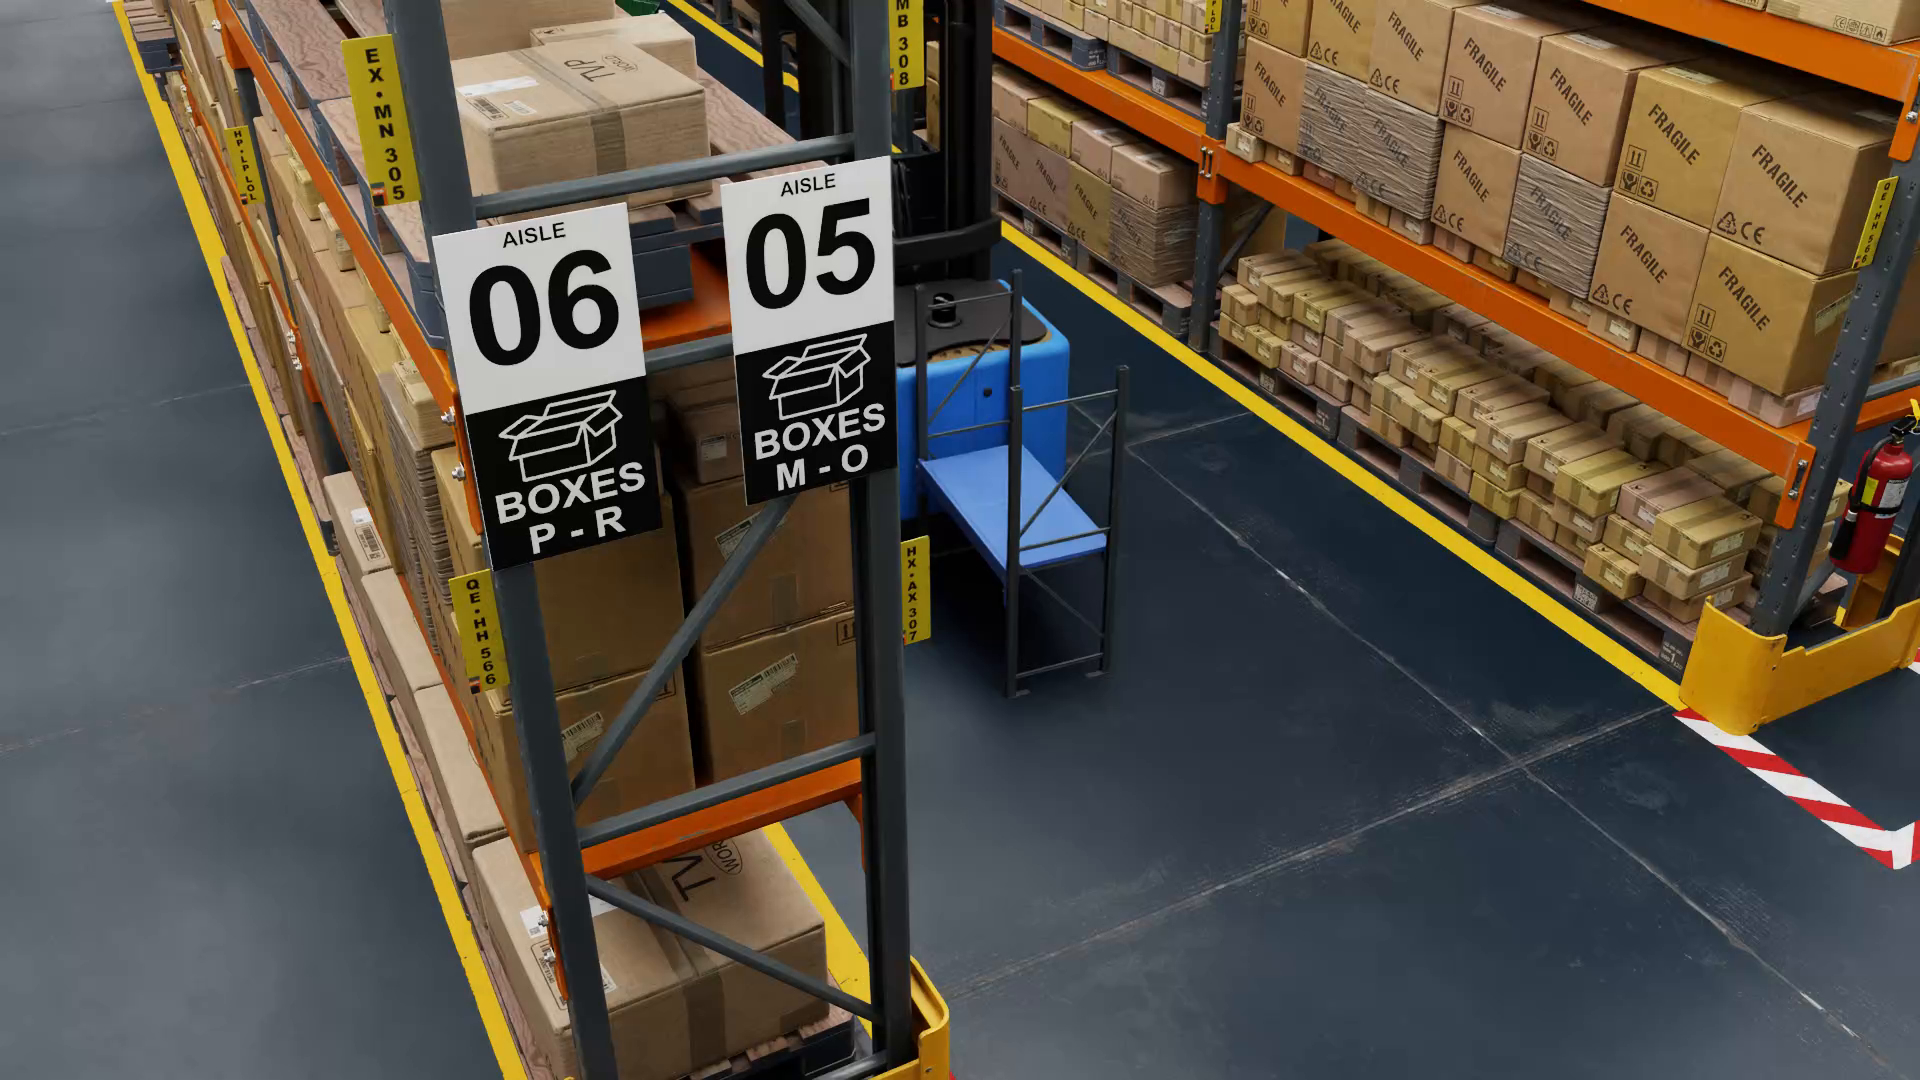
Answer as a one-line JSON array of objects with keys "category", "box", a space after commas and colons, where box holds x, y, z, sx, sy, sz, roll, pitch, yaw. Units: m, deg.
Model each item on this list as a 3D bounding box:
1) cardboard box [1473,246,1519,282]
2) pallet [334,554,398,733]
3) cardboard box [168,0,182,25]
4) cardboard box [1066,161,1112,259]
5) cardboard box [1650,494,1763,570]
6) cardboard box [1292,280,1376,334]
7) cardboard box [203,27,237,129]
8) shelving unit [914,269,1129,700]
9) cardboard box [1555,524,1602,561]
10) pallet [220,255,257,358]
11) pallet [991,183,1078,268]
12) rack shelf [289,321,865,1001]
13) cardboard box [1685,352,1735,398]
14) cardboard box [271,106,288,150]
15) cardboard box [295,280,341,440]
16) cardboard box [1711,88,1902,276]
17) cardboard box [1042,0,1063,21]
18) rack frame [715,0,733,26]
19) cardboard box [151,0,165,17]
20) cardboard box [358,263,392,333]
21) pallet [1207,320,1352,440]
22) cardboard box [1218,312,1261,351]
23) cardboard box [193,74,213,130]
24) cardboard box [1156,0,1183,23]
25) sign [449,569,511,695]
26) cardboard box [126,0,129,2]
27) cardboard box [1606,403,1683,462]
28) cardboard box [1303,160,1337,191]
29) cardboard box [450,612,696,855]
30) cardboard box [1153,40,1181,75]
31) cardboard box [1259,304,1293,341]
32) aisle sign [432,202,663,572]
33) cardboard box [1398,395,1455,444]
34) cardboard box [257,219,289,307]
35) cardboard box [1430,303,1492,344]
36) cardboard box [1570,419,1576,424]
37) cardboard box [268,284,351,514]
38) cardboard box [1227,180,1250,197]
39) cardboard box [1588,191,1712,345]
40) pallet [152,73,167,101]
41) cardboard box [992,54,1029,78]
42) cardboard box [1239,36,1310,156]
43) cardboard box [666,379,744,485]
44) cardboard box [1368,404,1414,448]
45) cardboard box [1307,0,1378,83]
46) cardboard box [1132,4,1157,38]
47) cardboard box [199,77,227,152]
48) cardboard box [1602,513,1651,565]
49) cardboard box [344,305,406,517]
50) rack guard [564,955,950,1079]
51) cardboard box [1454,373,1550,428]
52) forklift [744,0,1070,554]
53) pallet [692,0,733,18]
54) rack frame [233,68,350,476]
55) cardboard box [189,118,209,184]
[{"category": "cardboard box", "box": [2.651, -1.360, 7.825, 0.380, 0.149, 0.250, -15, 36, -22]}, {"category": "pallet", "box": [-2.198, 0.319, 7.556, 1.003, 0.211, 1.213, -16, 36, -23]}, {"category": "cardboard box", "box": [-4.335, -3.312, 9.620, 0.500, 0.500, 0.500, -17, 36, -25]}, {"category": "cardboard box", "box": [1.042, -2.190, 10.815, 0.500, 0.500, 0.500, -17, 36, -24]}, {"category": "cardboard box", "box": [3.243, -0.037, 7.230, 0.380, 0.149, 0.250, -15, 36, -23]}, {"category": "cardboard box", "box": [2.063, -1.286, 9.179, 0.380, 0.149, 0.250, -16, 36, -24]}, {"category": "cardboard box", "box": [-3.162, -2.096, 7.721, 0.500, 0.500, 0.500, -15, 36, -22]}, {"category": "shelving unit", "box": [0.233, -0.252, 7.253, 0.538, 1.500, 1.048, -13, 35, -19]}, {"category": "cardboard box", "box": [3.027, -0.042, 7.788, 0.380, 0.149, 0.250, -16, 36, -23]}, {"category": "pallet", "box": [-4.047, -1.577, 10.516, 1.003, 0.211, 1.213, -16, 36, -23]}, {"category": "pallet", "box": [0.911, -2.311, 11.661, 1.003, 0.211, 1.213, -16, 36, -23]}, {"category": "rack shelf", "box": [-1.551, 0.020, 6.105, 1.077, 0.370, 4.000, -16, 36, -23]}, {"category": "cardboard box", "box": [3.229, -0.729, 6.839, 0.380, 0.149, 0.250, -16, 36, -23]}, {"category": "cardboard box", "box": [-2.432, -1.639, 6.407, 0.380, 0.149, 0.250, -15, 36, -22]}, {"category": "cardboard box", "box": [-2.265, -0.748, 6.545, 0.500, 0.500, 0.500, -16, 36, -23]}, {"category": "cardboard box", "box": [3.280, -1.366, 6.306, 0.500, 0.500, 0.500, -17, 36, -24]}, {"category": "cardboard box", "box": [0.754, -3.489, 10.760, 0.380, 0.149, 0.250, -17, 36, -25]}, {"category": "rack frame", "box": [-1.881, -6.348, 15.378, 1.000, 3.000, 0.127, -16, 36, -23]}, {"category": "cardboard box", "box": [-5.055, -3.533, 10.828, 0.380, 0.149, 0.250, -16, 36, -23]}, {"category": "cardboard box", "box": [-1.606, -0.781, 5.067, 0.380, 0.149, 0.250, -15, 36, -22]}, {"category": "pallet", "box": [2.193, -1.045, 9.685, 1.003, 0.211, 1.213, -16, 36, -23]}, {"category": "cardboard box", "box": [1.734, -1.252, 9.678, 0.380, 0.149, 0.250, -18, 37, -25]}, {"category": "cardboard box", "box": [-4.088, -2.546, 9.582, 0.500, 0.250, 0.500, -17, 36, -24]}, {"category": "cardboard box", "box": [1.363, -3.123, 9.636, 0.380, 0.149, 0.250, -17, 36, -25]}, {"category": "sign", "box": [-1.105, 0.214, 3.842, 0.100, 0.325, 0.005, -16, 36, -23]}, {"category": "cardboard box", "box": [-7.716, -5.283, 15.875, 0.500, 0.250, 0.500, -15, 35, -21]}, {"category": "cardboard box", "box": [3.342, -0.535, 8.007, 0.380, 0.149, 0.250, -18, 37, -25]}, {"category": "cardboard box", "box": [2.048, -1.989, 8.806, 0.380, 0.149, 0.250, -18, 37, -25]}, {"category": "cardboard box", "box": [-1.077, 0.466, 4.650, 0.500, 0.500, 0.500, -16, 36, -23]}, {"category": "cardboard box", "box": [1.366, -2.865, 9.785, 0.380, 0.149, 0.250, -16, 36, -23]}, {"category": "cardboard box", "box": [1.932, -1.281, 9.446, 0.380, 0.149, 0.250, -16, 36, -23]}, {"category": "aisle sign", "box": [-0.859, -0.311, 3.545, 0.394, 0.787, 0.004, -16, 36, -23]}, {"category": "cardboard box", "box": [2.462, -0.646, 8.456, 0.380, 0.149, 0.250, -15, 36, -23]}, {"category": "cardboard box", "box": [-2.916, -1.325, 7.676, 0.500, 0.250, 0.500, -17, 36, -24]}, {"category": "cardboard box", "box": [2.781, -1.175, 9.005, 0.380, 0.149, 0.250, -18, 37, -25]}, {"category": "cardboard box", "box": [3.195, -0.530, 8.274, 0.380, 0.149, 0.250, -18, 37, -25]}, {"category": "cardboard box", "box": [-2.843, -0.795, 8.291, 0.875, 0.875, 0.875, -15, 35, -22]}, {"category": "cardboard box", "box": [1.738, -2.390, 10.432, 0.500, 0.250, 0.500, -18, 37, -25]}, {"category": "cardboard box", "box": [3.041, -1.186, 6.952, 0.500, 0.500, 0.500, -16, 36, -24]}, {"category": "pallet", "box": [-6.558, -4.193, 14.598, 1.003, 0.211, 1.213, -16, 36, -23]}, {"category": "cardboard box", "box": [0.327, -3.248, 11.771, 0.500, 0.250, 0.500, -16, 36, -24]}, {"category": "cardboard box", "box": [1.857, -2.398, 8.844, 0.500, 0.500, 0.500, -17, 36, -24]}, {"category": "cardboard box", "box": [-0.539, -0.304, 4.323, 0.380, 0.149, 0.250, -15, 36, -22]}, {"category": "cardboard box", "box": [2.375, -0.643, 8.727, 0.380, 0.149, 0.250, -17, 36, -24]}, {"category": "cardboard box", "box": [2.099, -2.599, 8.230, 0.500, 0.500, 0.500, -17, 36, -25]}, {"category": "cardboard box", "box": [1.251, -3.112, 9.894, 0.380, 0.149, 0.250, -14, 35, -21]}, {"category": "cardboard box", "box": [-3.644, -2.256, 8.667, 0.500, 0.250, 0.500, -15, 36, -22]}, {"category": "cardboard box", "box": [3.141, -0.042, 7.512, 0.380, 0.149, 0.250, -17, 36, -24]}, {"category": "cardboard box", "box": [-1.551, -0.441, 5.138, 0.500, 0.500, 0.500, -16, 36, -23]}, {"category": "rack guard", "box": [-0.607, 1.736, 5.078, 1.175, 0.500, 0.348, -16, 36, -23]}, {"category": "cardboard box", "box": [2.679, -0.671, 8.218, 0.380, 0.149, 0.250, -17, 36, -25]}, {"category": "forklift", "box": [-0.502, -1.889, 8.482, 1.130, 2.935, 3.031, -13, 35, -19]}, {"category": "pallet", "box": [-2.167, -5.557, 16.728, 1.003, 0.211, 1.213, -16, 36, -23]}, {"category": "rack frame", "box": [-2.483, -1.237, 7.401, 1.000, 3.000, 0.127, -16, 36, -23]}, {"category": "cardboard box", "box": [-4.954, -2.839, 11.947, 0.950, 0.372, 0.625, -17, 36, -24]}]
